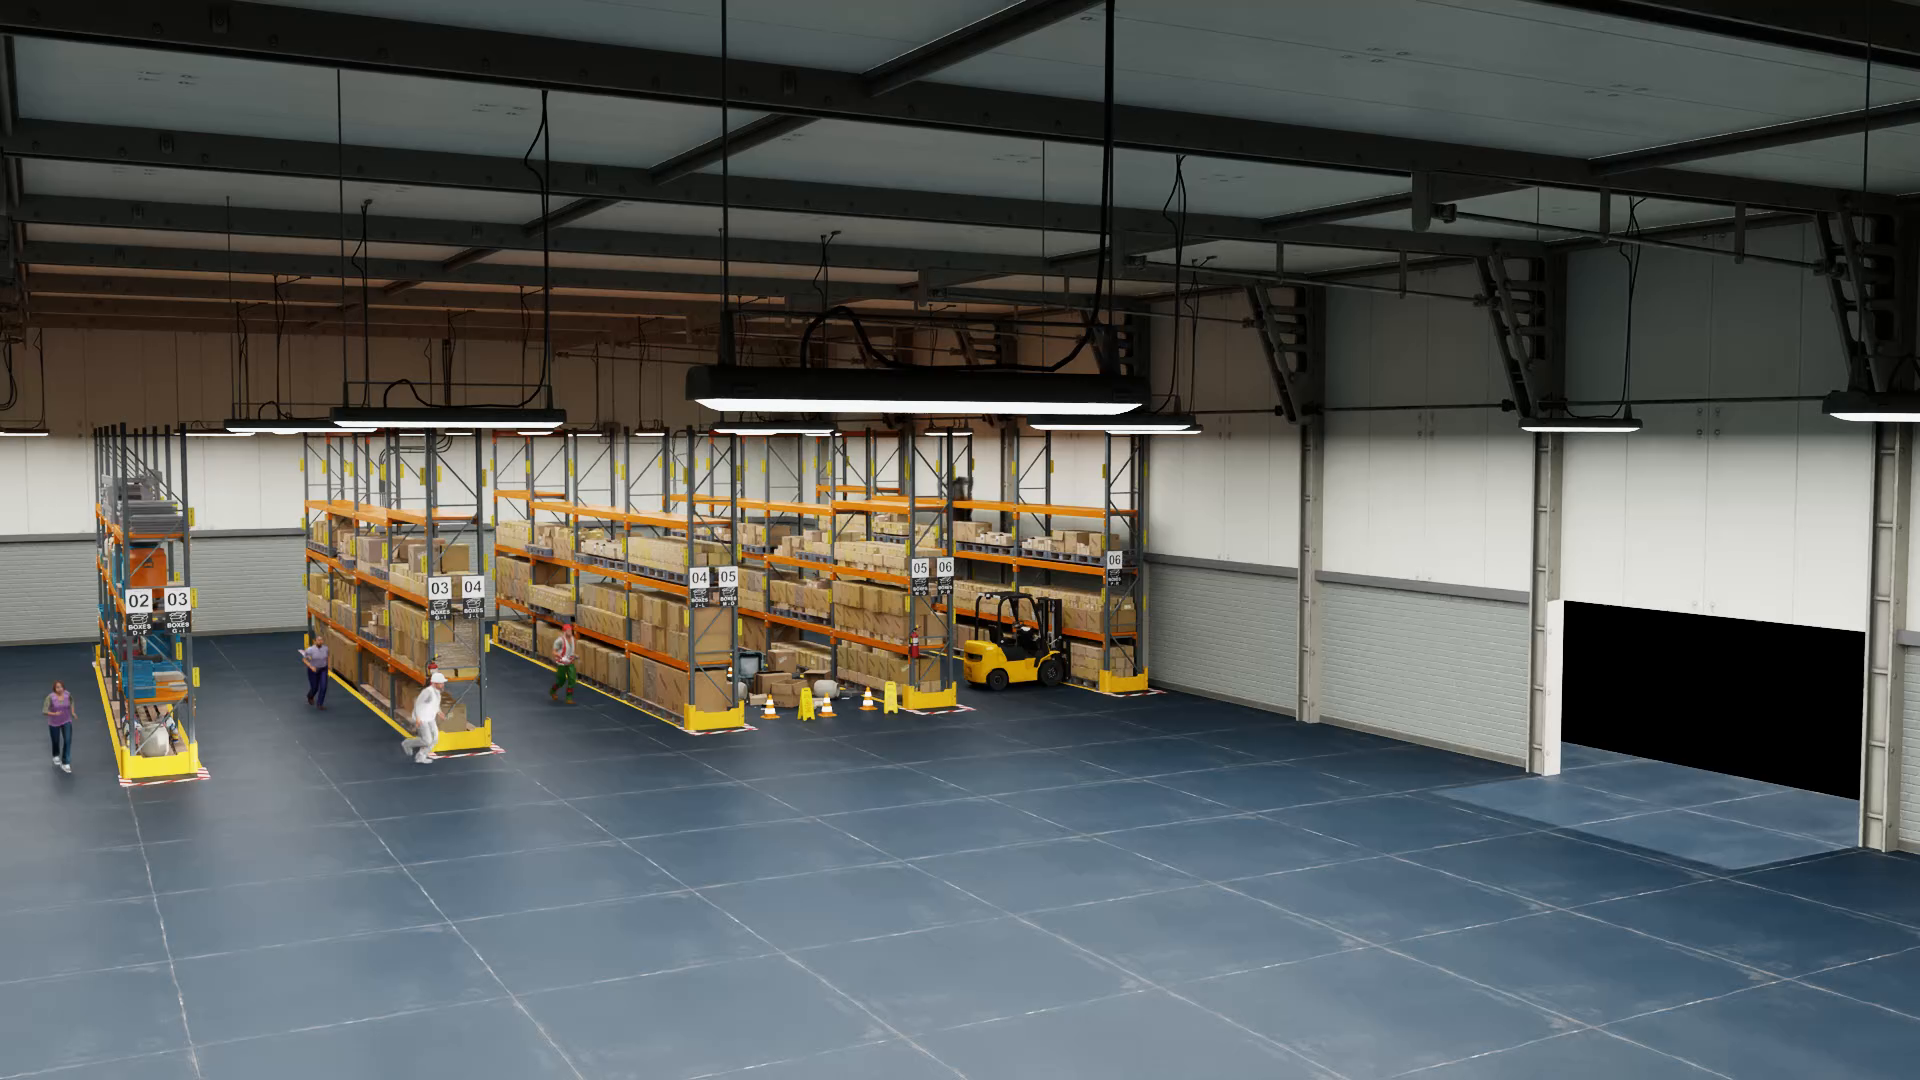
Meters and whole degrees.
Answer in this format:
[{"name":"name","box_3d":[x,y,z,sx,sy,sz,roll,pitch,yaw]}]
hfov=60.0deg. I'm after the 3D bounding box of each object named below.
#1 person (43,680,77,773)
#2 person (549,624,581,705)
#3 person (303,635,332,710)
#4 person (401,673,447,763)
[{"name":"person","box_3d":[-15.569,3.187,28.750,0.543,1.577,0.916,-2,4,-36]},{"name":"person","box_3d":[-8.600,2.676,36.009,0.864,1.745,0.665,3,5,43]},{"name":"person","box_3d":[-13.677,2.813,35.360,0.606,1.571,0.639,-3,4,-38]},{"name":"person","box_3d":[-9.449,3.141,29.347,0.869,1.618,0.661,1,4,12]}]
